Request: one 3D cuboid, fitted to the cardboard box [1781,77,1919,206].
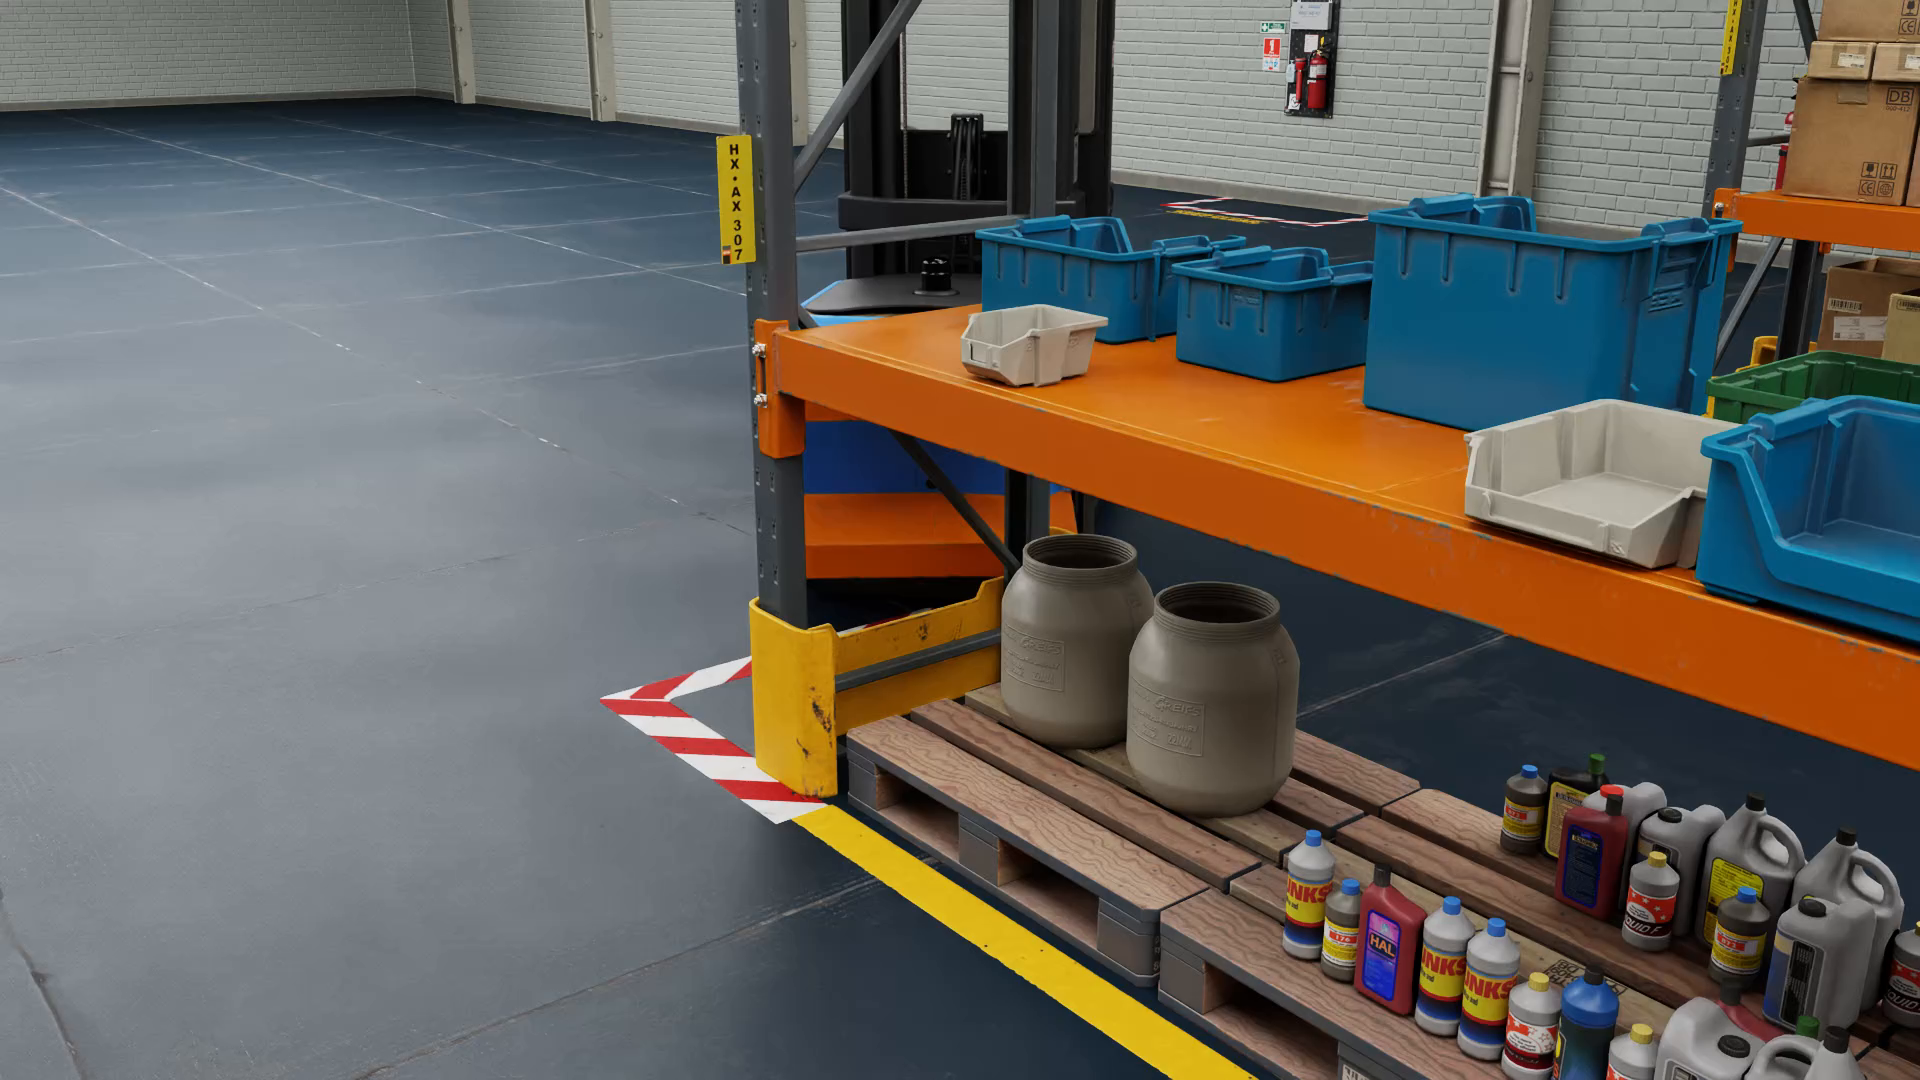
[{"bbox_3d":[4.020,-1.751,7.220,0.700,0.500,0.500,-14,23,-36],"label":"cardboard box"}]

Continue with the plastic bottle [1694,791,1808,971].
[{"bbox_3d":[1.666,0.702,3.485,0.144,0.351,0.185,-13,22,-34],"label":"plastic bottle"}]

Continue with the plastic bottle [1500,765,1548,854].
[{"bbox_3d":[1.339,0.631,3.937,0.097,0.201,0.097,0,18,0],"label":"plastic bottle"}]

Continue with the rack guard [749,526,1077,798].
[{"bbox_3d":[-0.061,0.341,5.038,1.175,0.500,0.348,-14,23,-36],"label":"rack guard"}]

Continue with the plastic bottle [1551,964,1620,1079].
[{"bbox_3d":[1.137,0.897,3.021,0.097,0.271,0.097,0,18,0],"label":"plastic bottle"}]

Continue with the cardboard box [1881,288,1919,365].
[{"bbox_3d":[4.210,-0.773,6.938,0.500,0.500,0.500,-14,23,-36],"label":"cardboard box"}]

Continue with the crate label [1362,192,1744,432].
[{"bbox_3d":[1.209,-0.472,3.458,0.502,0.435,0.616,-14,23,-36],"label":"crate label"}]

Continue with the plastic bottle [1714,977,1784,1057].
[{"bbox_3d":[1.378,0.920,2.934,0.061,0.283,0.133,-14,23,-36],"label":"plastic bottle"}]

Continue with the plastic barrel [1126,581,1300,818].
[{"bbox_3d":[0.634,0.397,4.182,0.421,0.512,0.421,0,18,0],"label":"plastic barrel"}]

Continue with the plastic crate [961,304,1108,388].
[{"bbox_3d":[0.158,-0.447,3.860,0.298,0.136,0.250,-14,23,-36],"label":"plastic crate"}]

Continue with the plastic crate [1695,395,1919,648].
[{"bbox_3d":[1.438,-0.019,2.385,0.499,0.251,0.616,-14,23,-36],"label":"plastic crate"}]

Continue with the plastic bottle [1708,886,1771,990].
[{"bbox_3d":[1.598,0.807,3.405,0.097,0.201,0.097,0,18,0],"label":"plastic bottle"}]

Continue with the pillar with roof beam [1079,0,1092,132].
[{"bbox_3d":[-2.092,-7.750,15.952,9.100,9.000,0.400,-14,23,-36],"label":"pillar with roof beam"}]

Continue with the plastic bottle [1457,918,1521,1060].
[{"bbox_3d":[1.011,0.848,3.172,0.097,0.271,0.097,0,18,0],"label":"plastic bottle"}]

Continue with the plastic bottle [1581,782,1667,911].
[{"bbox_3d":[1.474,0.663,3.721,0.152,0.276,0.135,-14,23,-36],"label":"plastic bottle"}]

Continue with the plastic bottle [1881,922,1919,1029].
[{"bbox_3d":[1.888,0.849,3.279,0.097,0.201,0.097,0,18,0],"label":"plastic bottle"}]

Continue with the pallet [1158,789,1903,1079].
[{"bbox_3d":[1.192,0.979,3.569,1.003,0.211,1.213,-14,23,-36],"label":"pallet"}]

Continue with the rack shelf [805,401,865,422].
[{"bbox_3d":[-0.094,-0.469,5.501,1.000,0.278,0.538,-1,21,1],"label":"rack shelf"}]

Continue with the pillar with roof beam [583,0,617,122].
[{"bbox_3d":[-9.543,-10.707,24.882,9.100,9.000,0.400,-14,23,-36],"label":"pillar with roof beam"}]

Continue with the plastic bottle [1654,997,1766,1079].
[{"bbox_3d":[1.295,0.944,2.872,0.152,0.276,0.135,-13,23,-35],"label":"plastic bottle"}]

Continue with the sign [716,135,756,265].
[{"bbox_3d":[-0.579,-0.881,4.310,0.100,0.325,0.005,-14,23,-36],"label":"sign"}]

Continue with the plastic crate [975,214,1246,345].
[{"bbox_3d":[0.400,-0.720,4.502,0.499,0.251,0.616,-14,23,-36],"label":"plastic crate"}]

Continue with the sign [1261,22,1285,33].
[{"bbox_3d":[3.237,-5.302,17.204,0.001,0.109,0.331,-14,23,-36],"label":"sign"}]

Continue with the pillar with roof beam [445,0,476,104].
[{"bbox_3d":[-13.268,-12.185,29.347,9.100,9.000,0.400,-14,23,-36],"label":"pillar with roof beam"}]

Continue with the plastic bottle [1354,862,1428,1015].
[{"bbox_3d":[0.862,0.792,3.320,0.061,0.283,0.133,-14,23,-35],"label":"plastic bottle"}]

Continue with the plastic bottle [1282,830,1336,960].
[{"bbox_3d":[0.736,0.738,3.501,0.097,0.271,0.097,0,18,0],"label":"plastic bottle"}]

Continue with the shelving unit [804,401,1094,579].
[{"bbox_3d":[-0.089,-0.196,5.605,1.048,1.125,0.538,-1,21,1],"label":"shelving unit"}]

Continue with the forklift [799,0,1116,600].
[{"bbox_3d":[0.113,-1.586,6.990,1.130,2.935,3.031,3,19,10],"label":"forklift"}]

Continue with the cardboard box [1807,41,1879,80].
[{"bbox_3d":[3.815,-2.038,7.054,0.380,0.149,0.250,-14,23,-36],"label":"cardboard box"}]

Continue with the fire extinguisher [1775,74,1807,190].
[{"bbox_3d":[4.031,-1.904,7.965,0.296,0.674,0.183,-14,23,-36],"label":"fire extinguisher"}]

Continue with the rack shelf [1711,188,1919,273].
[{"bbox_3d":[4.982,-0.987,6.216,1.077,0.370,4.000,-14,23,-36],"label":"rack shelf"}]

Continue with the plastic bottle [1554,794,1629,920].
[{"bbox_3d":[1.391,0.680,3.657,0.061,0.283,0.133,-14,23,-36],"label":"plastic bottle"}]

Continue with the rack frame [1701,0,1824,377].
[{"bbox_3d":[3.740,-1.821,7.591,1.000,3.000,0.127,-14,23,-36],"label":"rack frame"}]
